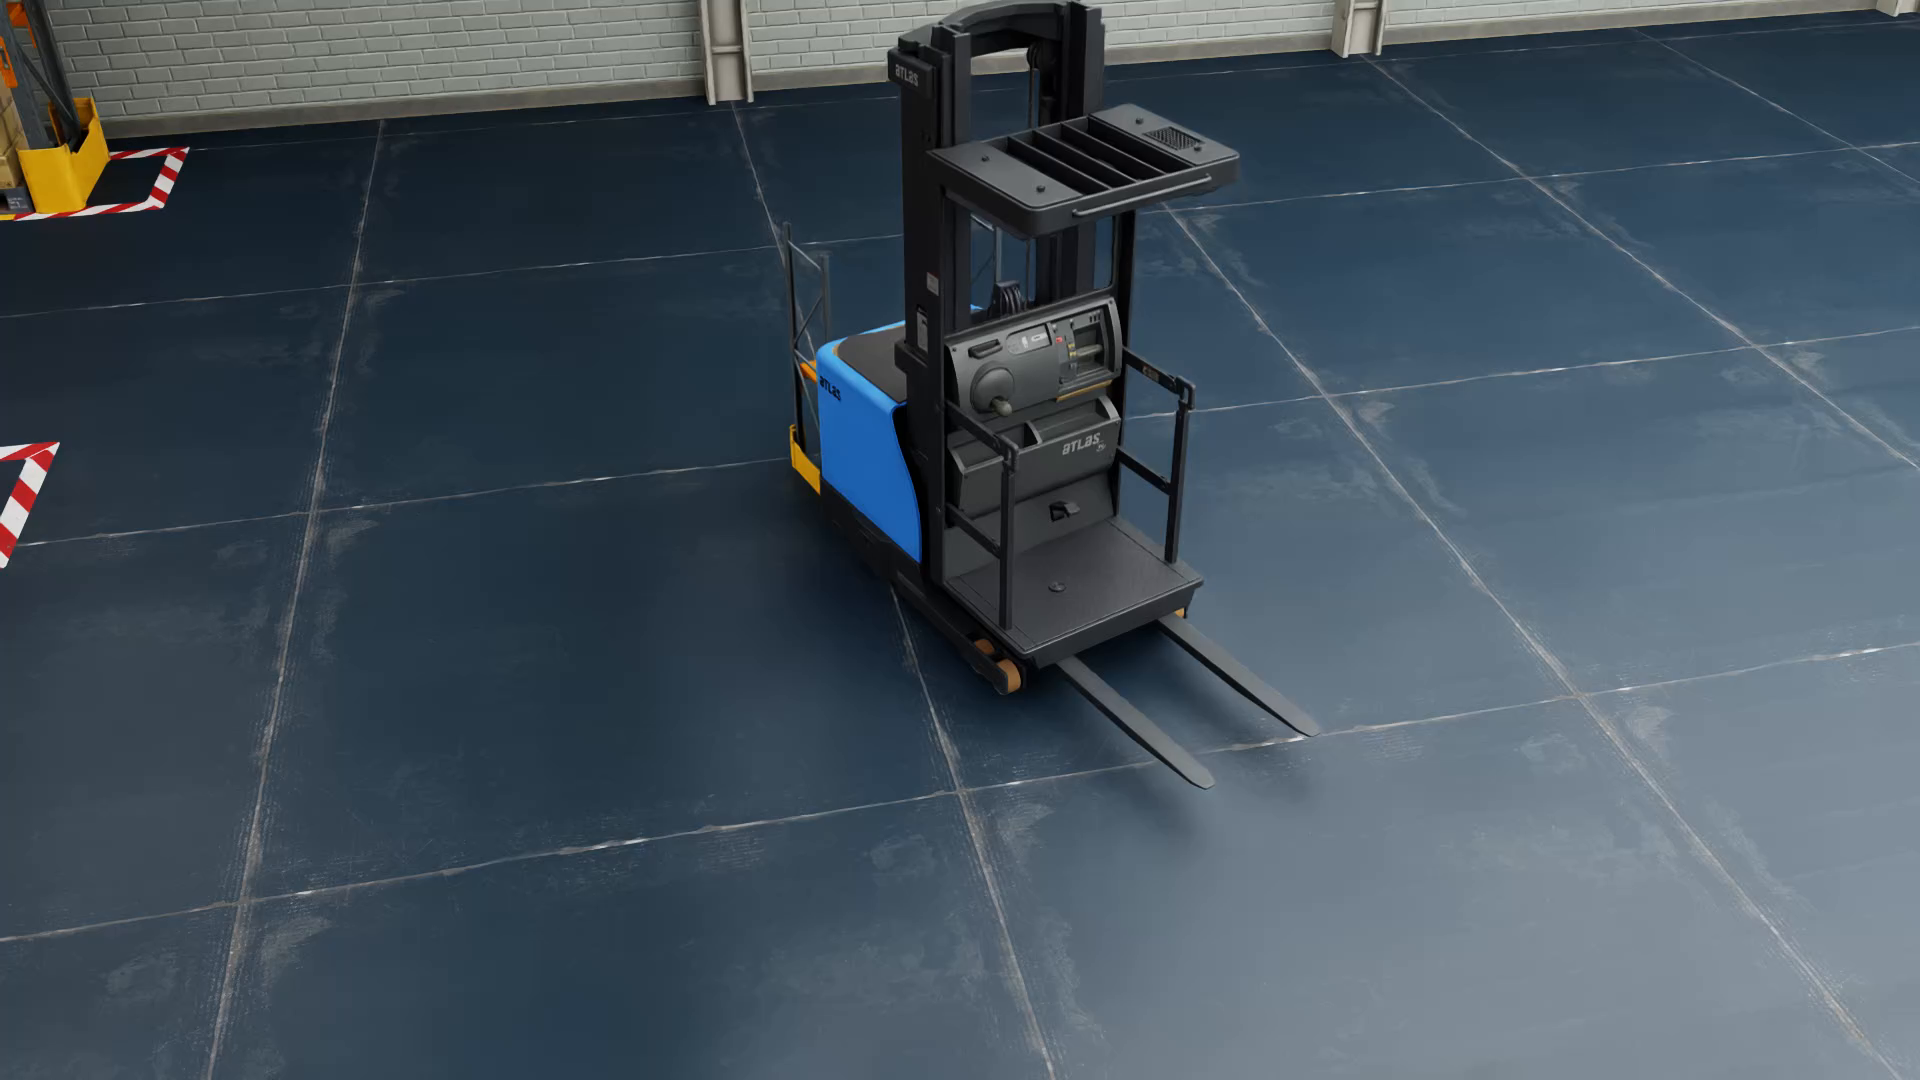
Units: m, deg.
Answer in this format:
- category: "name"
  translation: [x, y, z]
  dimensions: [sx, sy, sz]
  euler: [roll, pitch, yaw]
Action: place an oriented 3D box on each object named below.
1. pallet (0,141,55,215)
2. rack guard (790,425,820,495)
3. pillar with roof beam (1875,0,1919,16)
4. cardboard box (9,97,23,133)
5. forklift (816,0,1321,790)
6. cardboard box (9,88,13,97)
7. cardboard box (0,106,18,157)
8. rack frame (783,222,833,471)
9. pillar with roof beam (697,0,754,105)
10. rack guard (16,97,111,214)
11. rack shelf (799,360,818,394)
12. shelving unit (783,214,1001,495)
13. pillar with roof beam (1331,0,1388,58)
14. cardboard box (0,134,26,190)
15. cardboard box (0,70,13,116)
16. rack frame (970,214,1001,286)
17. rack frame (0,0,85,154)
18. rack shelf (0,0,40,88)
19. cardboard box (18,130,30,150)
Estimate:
- category: "pallet"
  translation: [-7.771, -2.783, 12.931]
  dimensions: [1.213, 0.211, 1.003]
  euler: [-7, 35, -11]
- category: "rack guard"
  translation: [-0.800, -0.414, 9.365]
  dimensions: [0.087, 0.250, 0.587]
  euler: [-17, 38, -24]
- category: "pillar with roof beam"
  translation: [10.594, -6.826, 11.069]
  dimensions: [0.400, 9.000, 9.100]
  euler: [-7, 35, -11]
- category: "cardboard box"
  translation: [-7.538, -3.353, 12.920]
  dimensions: [0.500, 0.250, 0.500]
  euler: [-7, 34, -10]
- category: "forklift"
  translation: [0.475, -0.787, 7.516]
  dimensions: [1.130, 2.935, 3.031]
  euler: [-20, 39, -27]
- category: "cardboard box"
  translation: [-7.544, -3.549, 12.764]
  dimensions: [0.500, 0.250, 0.500]
  euler: [-8, 35, -11]
- category: "cardboard box"
  translation: [-7.440, -3.068, 12.496]
  dimensions: [0.500, 0.250, 0.500]
  euler: [-8, 35, -11]
- category: "rack frame"
  translation: [-0.801, -0.932, 9.017]
  dimensions: [0.032, 1.500, 0.500]
  euler: [-17, 38, -24]
- category: "pillar with roof beam"
  translation: [-1.110, -5.351, 8.871]
  dimensions: [0.400, 9.000, 9.100]
  euler: [-7, 35, -11]
- category: "rack guard"
  translation: [-7.011, -3.023, 13.029]
  dimensions: [0.348, 0.500, 1.175]
  euler: [-7, 35, -11]
- category: "rack shelf"
  translation: [-0.359, -0.923, 9.325]
  dimensions: [1.000, 0.185, 0.538]
  euler: [-17, 38, -24]
- category: "shelving unit"
  translation: [-0.367, -1.069, 9.221]
  dimensions: [1.083, 1.500, 0.587]
  euler: [-17, 38, -24]
- category: "pillar with roof beam"
  translation: [4.742, -6.089, 9.970]
  dimensions: [0.400, 9.000, 9.100]
  euler: [-7, 35, -11]
- category: "cardboard box"
  translation: [-7.423, -2.861, 12.635]
  dimensions: [0.500, 0.250, 0.500]
  euler: [-7, 34, -10]
- category: "cardboard box"
  translation: [-7.414, -3.280, 12.362]
  dimensions: [0.500, 0.250, 0.500]
  euler: [-6, 34, -9]
- category: "rack frame"
  translation: [0.084, -1.211, 9.432]
  dimensions: [0.032, 1.500, 0.500]
  euler: [-17, 38, -24]
- category: "rack frame"
  translation: [-7.034, -4.058, 12.328]
  dimensions: [0.127, 3.000, 1.000]
  euler: [-7, 35, -11]
- category: "rack shelf"
  translation: [-8.985, -3.513, 12.162]
  dimensions: [4.000, 0.370, 1.077]
  euler: [-7, 35, -11]
- category: "cardboard box"
  translation: [-7.556, -3.136, 13.046]
  dimensions: [0.500, 0.250, 0.500]
  euler: [-7, 35, -10]
